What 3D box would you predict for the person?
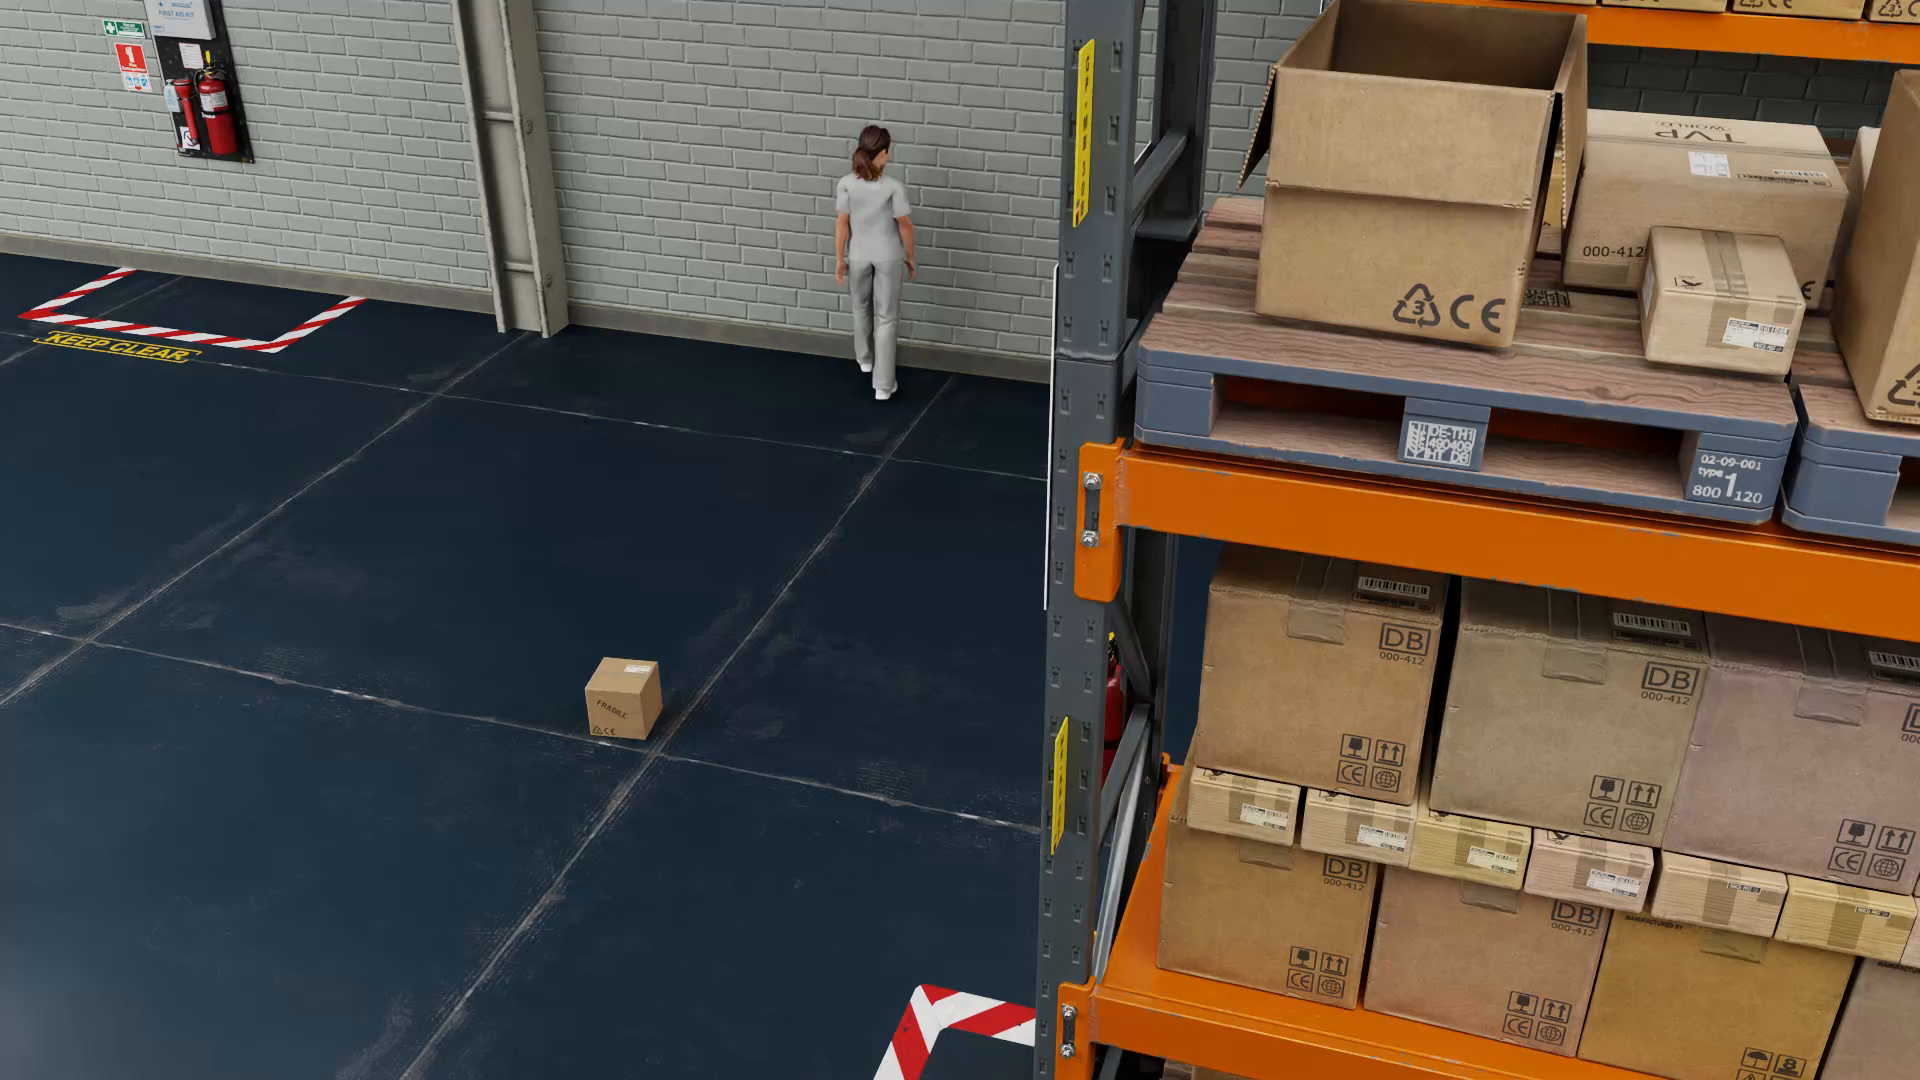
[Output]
[{"bbox_3d":[-0.494,-1.744,10.207,0.476,1.659,0.726,4,30,8],"label":"person"}]
